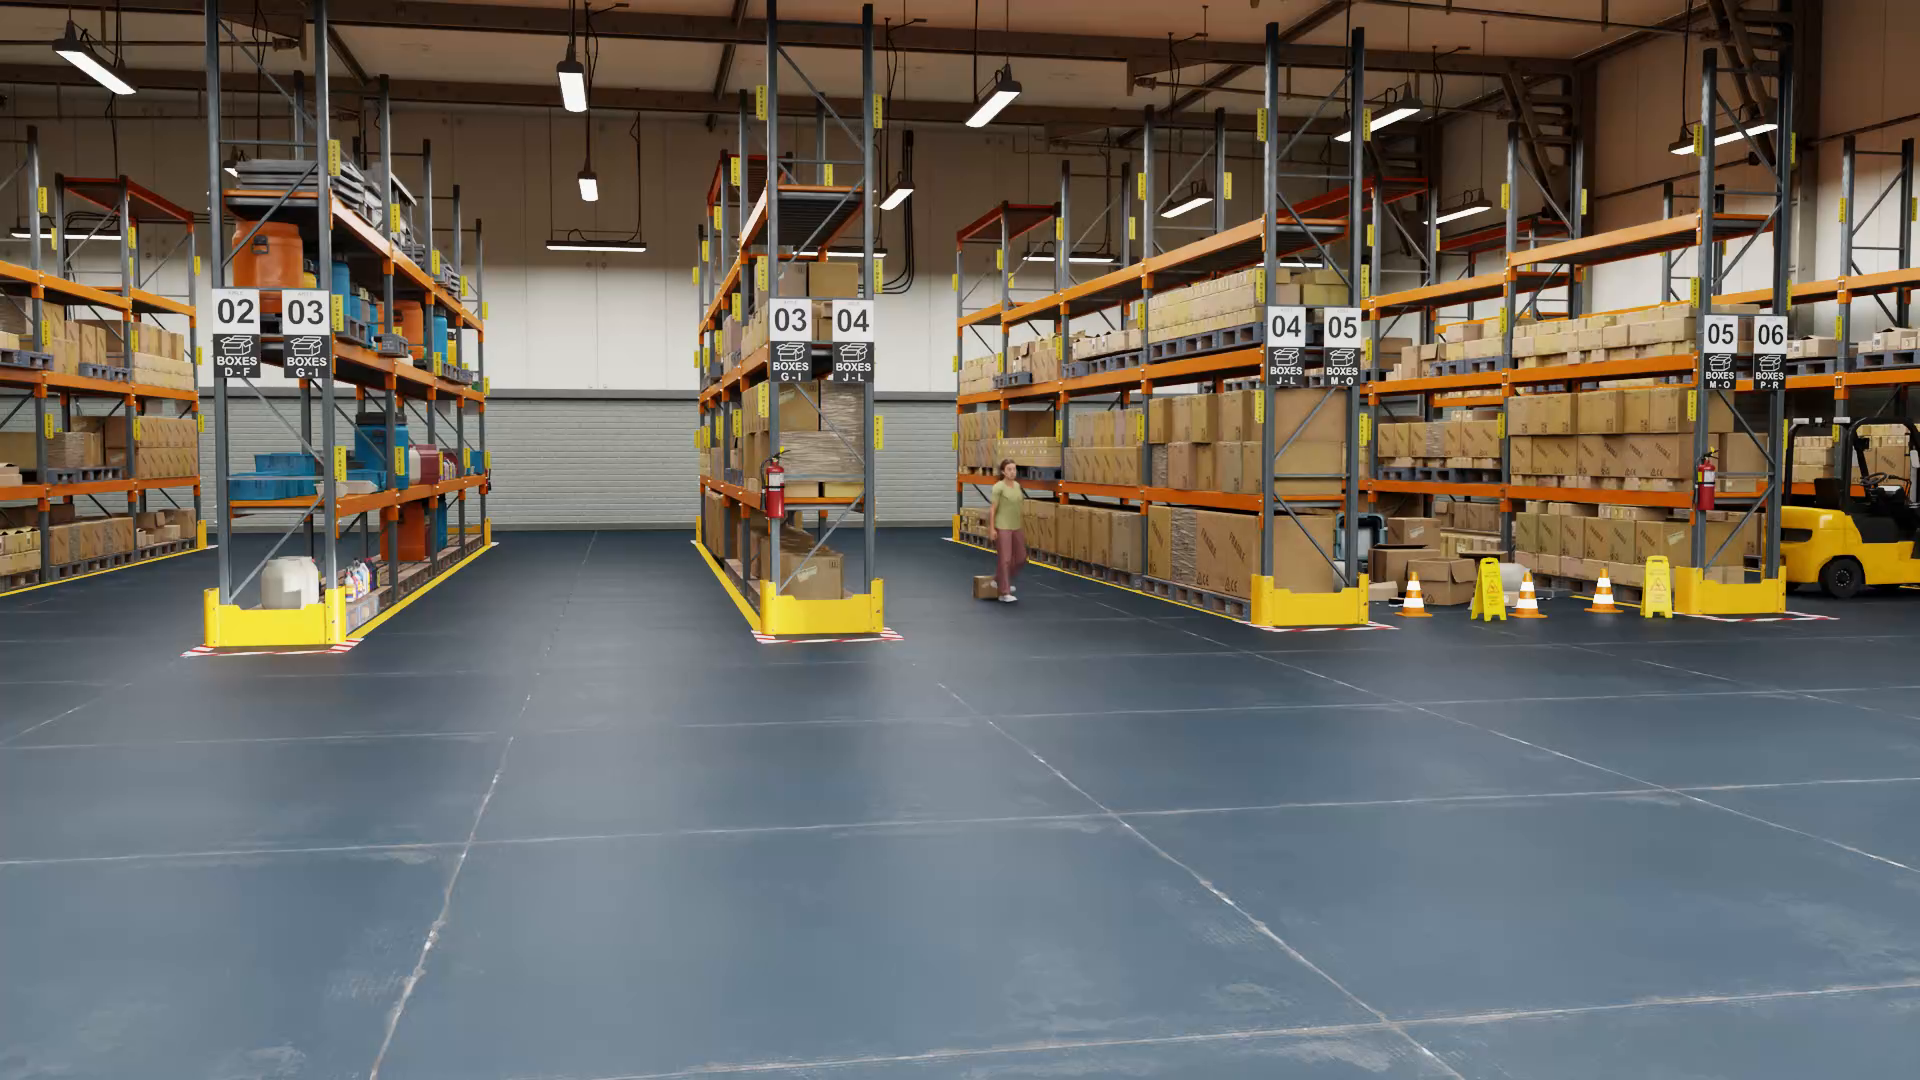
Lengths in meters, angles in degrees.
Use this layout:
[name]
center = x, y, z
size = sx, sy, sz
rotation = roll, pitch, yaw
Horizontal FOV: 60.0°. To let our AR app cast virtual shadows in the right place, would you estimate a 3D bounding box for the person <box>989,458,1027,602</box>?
[person]
center = 0.507, -0.120, 19.390
size = 0.519, 1.666, 0.512
rotation = -3, 4, -44
